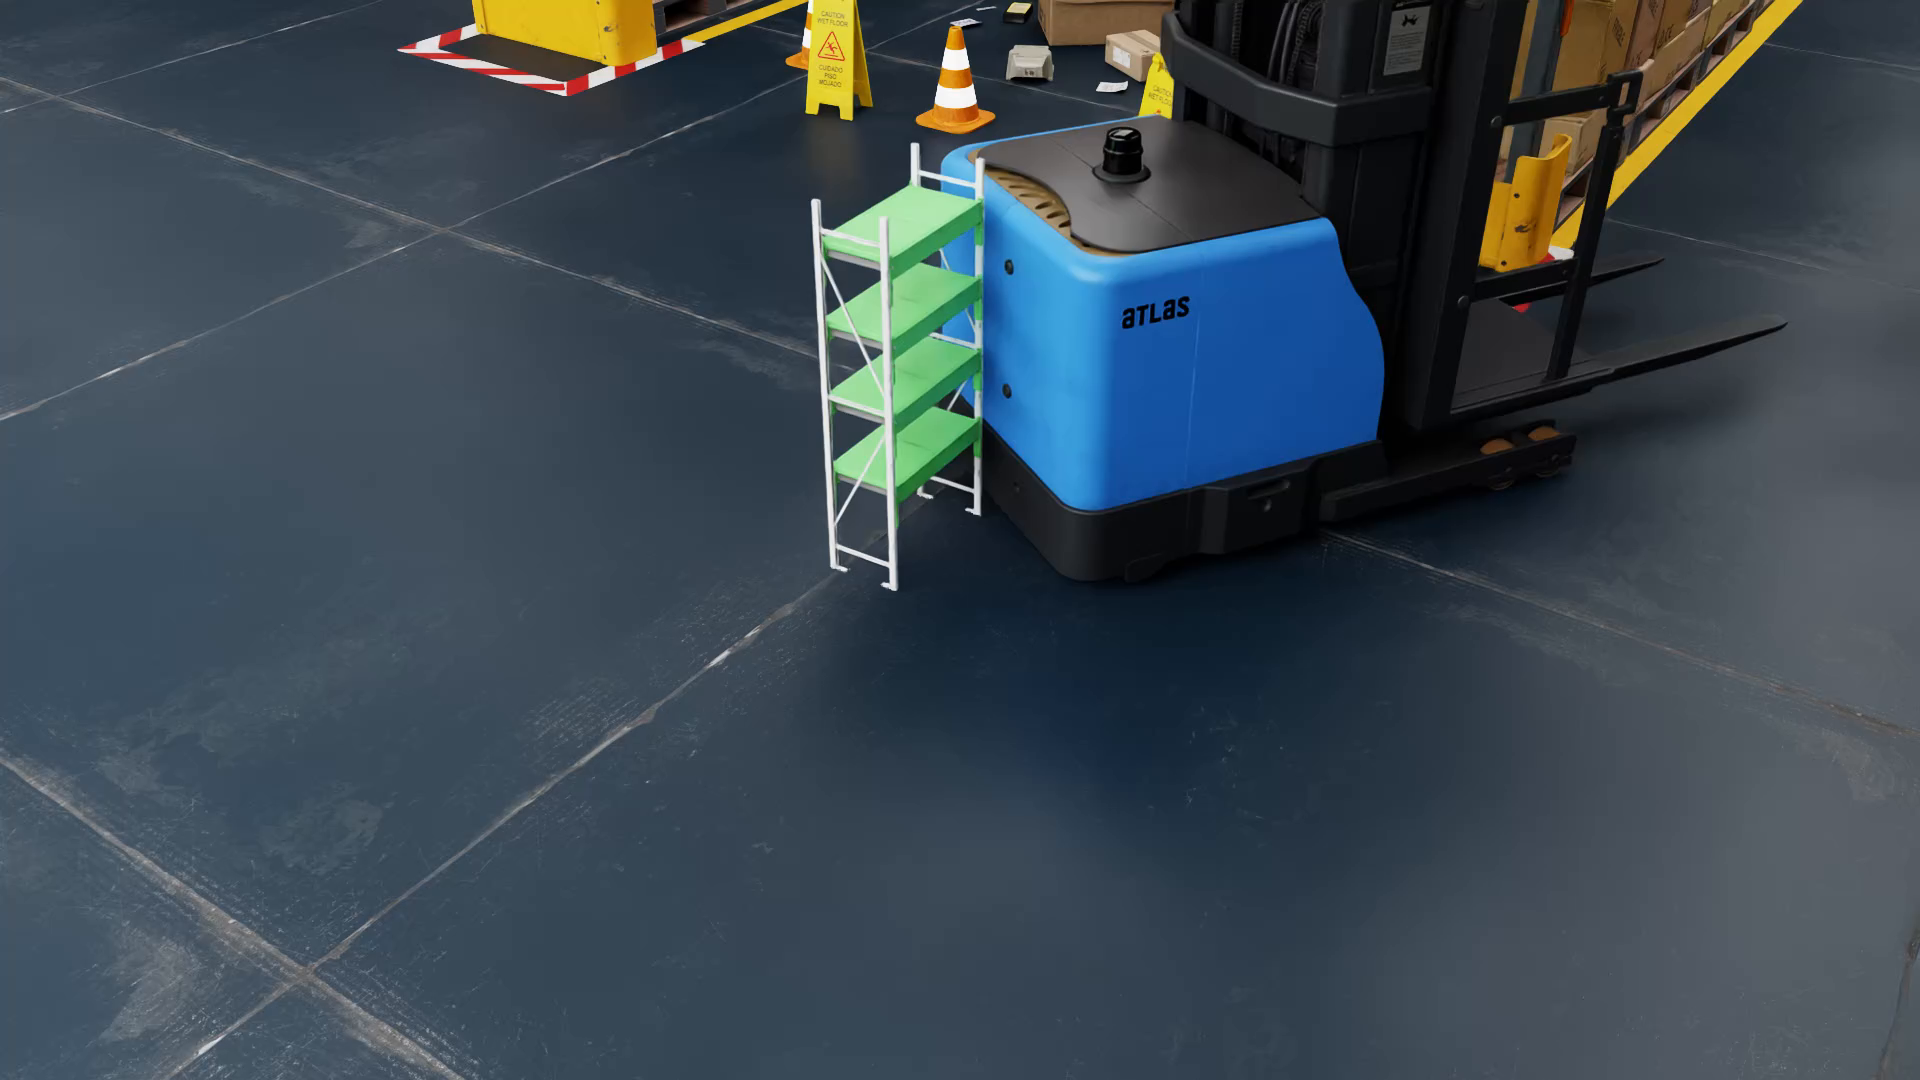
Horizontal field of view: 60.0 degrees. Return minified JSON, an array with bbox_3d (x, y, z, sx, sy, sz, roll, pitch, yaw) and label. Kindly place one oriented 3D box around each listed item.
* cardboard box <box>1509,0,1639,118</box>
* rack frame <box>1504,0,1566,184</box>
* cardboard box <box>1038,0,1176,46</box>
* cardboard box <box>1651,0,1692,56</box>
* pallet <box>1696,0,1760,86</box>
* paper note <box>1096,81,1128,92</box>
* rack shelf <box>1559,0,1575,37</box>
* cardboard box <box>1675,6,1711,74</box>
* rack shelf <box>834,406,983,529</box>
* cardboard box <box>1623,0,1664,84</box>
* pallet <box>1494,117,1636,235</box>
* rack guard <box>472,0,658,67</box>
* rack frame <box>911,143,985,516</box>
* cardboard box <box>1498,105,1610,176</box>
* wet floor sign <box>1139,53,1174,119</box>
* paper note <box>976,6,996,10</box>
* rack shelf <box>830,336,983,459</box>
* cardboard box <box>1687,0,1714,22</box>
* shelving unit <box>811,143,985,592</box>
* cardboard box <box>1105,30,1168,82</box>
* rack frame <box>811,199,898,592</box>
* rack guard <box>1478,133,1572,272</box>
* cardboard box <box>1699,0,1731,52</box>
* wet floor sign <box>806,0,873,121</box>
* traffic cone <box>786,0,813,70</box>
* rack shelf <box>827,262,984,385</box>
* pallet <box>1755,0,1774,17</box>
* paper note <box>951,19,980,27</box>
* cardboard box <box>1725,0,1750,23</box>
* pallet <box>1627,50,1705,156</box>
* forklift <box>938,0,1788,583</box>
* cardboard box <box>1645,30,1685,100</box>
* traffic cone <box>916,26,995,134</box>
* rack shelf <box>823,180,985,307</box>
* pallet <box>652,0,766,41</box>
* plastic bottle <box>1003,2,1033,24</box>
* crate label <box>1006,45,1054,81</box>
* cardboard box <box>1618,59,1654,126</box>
[{"bbox_3d":[2.599,-2.192,7.223,0.500,0.500,0.500,20,39,27],"label":"cardboard box"},{"bbox_3d":[1.899,-2.552,6.346,1.000,3.000,0.127,21,39,28],"label":"rack frame"},{"bbox_3d":[0.821,-3.135,9.436,0.797,0.503,0.637,-3,34,-4],"label":"cardboard box"},{"bbox_3d":[3.186,-2.662,7.919,0.500,0.500,0.500,22,40,29],"label":"cardboard box"},{"bbox_3d":[3.826,-2.917,9.375,1.003,0.211,1.213,21,39,28],"label":"pallet"},{"bbox_3d":[0.803,-2.393,8.761,0.148,0.019,0.142,8,35,12],"label":"paper note"},{"bbox_3d":[3.039,-3.174,7.908,1.077,0.370,4.000,21,39,28],"label":"rack shelf"},{"bbox_3d":[3.474,-2.589,8.480,0.500,0.250,0.500,22,40,29],"label":"cardboard box"},{"bbox_3d":[-0.164,-0.245,5.083,0.258,0.148,0.480,19,38,26],"label":"rack shelf"},{"bbox_3d":[2.894,-2.434,7.581,0.500,0.500,0.500,20,39,27],"label":"cardboard box"},{"bbox_3d":[2.435,-1.794,7.715,1.003,0.211,1.213,21,39,28],"label":"pallet"},{"bbox_3d":[-2.239,-3.040,9.299,1.175,0.500,0.348,21,39,28],"label":"rack guard"},{"bbox_3d":[-0.036,-0.613,5.085,0.240,1.200,0.015,19,38,26],"label":"rack frame"},{"bbox_3d":[2.586,-1.870,7.417,0.500,0.250,0.500,21,39,28],"label":"cardboard box"},{"bbox_3d":[0.912,-1.831,7.382,0.232,0.644,0.267,-22,40,-29],"label":"wet floor sign"},{"bbox_3d":[0.155,-3.178,9.940,0.123,0.001,0.032,-15,37,-21],"label":"paper note"},{"bbox_3d":[-0.164,-0.444,4.949,0.258,0.148,0.480,19,38,26],"label":"rack shelf"},{"bbox_3d":[3.484,-2.911,8.286,0.500,0.500,0.500,24,41,31],"label":"cardboard box"},{"bbox_3d":[-0.164,-0.497,4.913,0.258,1.200,0.503,19,38,26],"label":"shelving unit"},{"bbox_3d":[0.986,-2.619,8.990,0.250,0.149,0.380,-15,37,-21],"label":"cardboard box"},{"bbox_3d":[-0.292,-0.380,4.741,0.240,1.200,0.015,19,38,26],"label":"rack frame"},{"bbox_3d":[1.942,-1.551,7.098,1.175,0.500,0.348,21,39,28],"label":"rack guard"},{"bbox_3d":[3.768,-2.821,8.824,0.500,0.250,0.500,20,39,27],"label":"cardboard box"},{"bbox_3d":[-0.615,-2.465,8.320,0.267,0.644,0.232,14,37,20],"label":"wet floor sign"},{"bbox_3d":[-0.756,-2.826,9.017,0.336,0.463,0.334,21,39,28],"label":"traffic cone"},{"bbox_3d":[-0.164,-0.642,4.815,0.258,0.148,0.480,19,38,26],"label":"rack shelf"},{"bbox_3d":[4.622,-3.596,10.380,1.003,0.211,1.213,21,39,28],"label":"pallet"},{"bbox_3d":[0.040,-3.016,9.684,0.142,0.017,0.144,-22,40,-29],"label":"paper note"},{"bbox_3d":[4.063,-3.070,9.191,0.500,0.250,0.500,23,40,30],"label":"cardboard box"},{"bbox_3d":[3.131,-2.353,8.542,1.003,0.211,1.213,21,39,28],"label":"pallet"},{"bbox_3d":[1.487,-1.633,5.049,3.031,2.935,1.130,-14,37,-20],"label":"forklift"},{"bbox_3d":[3.184,-2.357,8.138,0.500,0.250,0.500,24,41,31],"label":"cardboard box"},{"bbox_3d":[-0.021,-2.309,8.251,0.336,0.463,0.334,21,39,28],"label":"traffic cone"},{"bbox_3d":[-0.164,-0.841,4.680,0.258,0.148,0.480,19,38,26],"label":"rack shelf"},{"bbox_3d":[-1.834,-3.324,9.977,1.003,0.211,1.213,21,39,28],"label":"pallet"},{"bbox_3d":[0.350,-3.119,9.807,0.133,0.061,0.283,8,35,12],"label":"plastic bottle"},{"bbox_3d":[0.376,-2.556,8.907,0.250,0.136,0.298,3,34,4],"label":"crate label"},{"bbox_3d":[2.883,-2.102,7.761,0.500,0.250,0.500,23,40,30],"label":"cardboard box"}]
